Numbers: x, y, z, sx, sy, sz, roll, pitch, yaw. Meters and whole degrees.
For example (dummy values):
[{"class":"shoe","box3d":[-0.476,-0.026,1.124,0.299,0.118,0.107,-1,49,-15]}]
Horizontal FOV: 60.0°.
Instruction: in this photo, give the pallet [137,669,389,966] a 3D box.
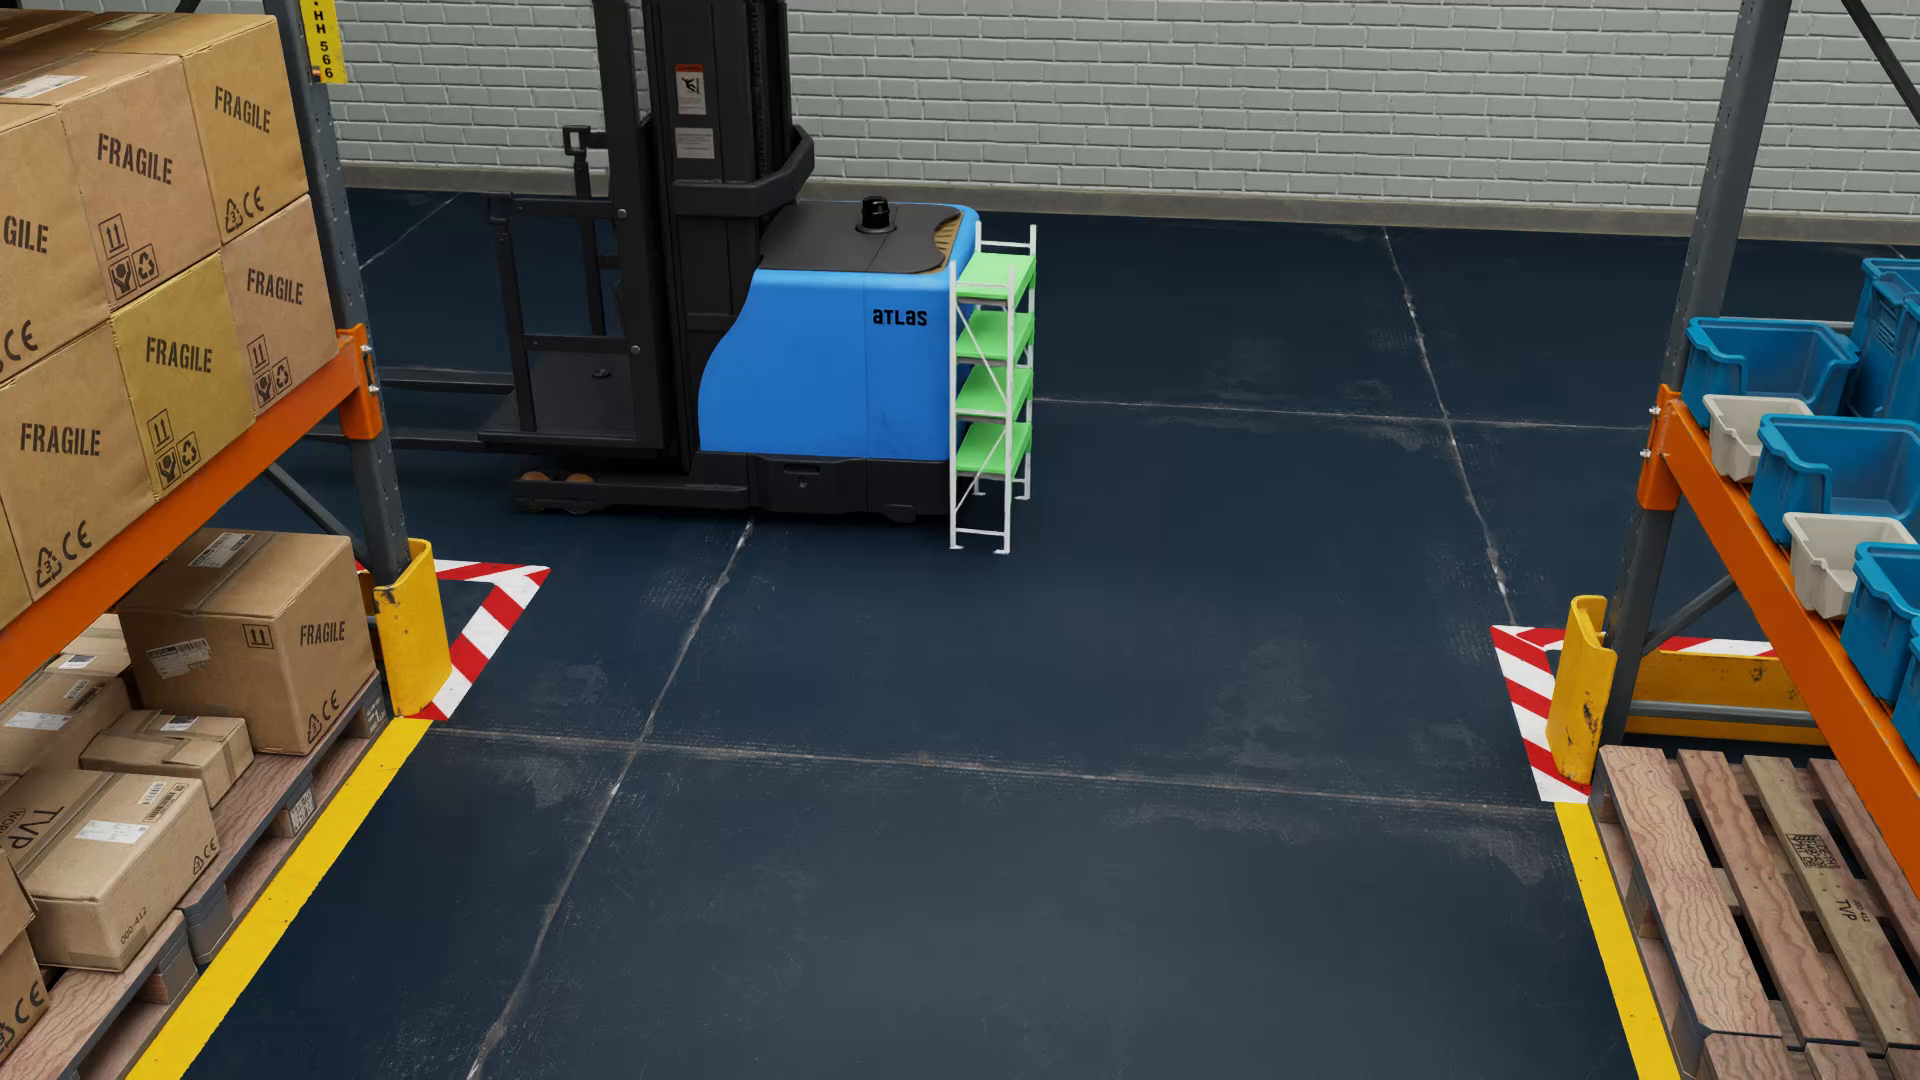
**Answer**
[{"class":"pallet","box3d":[-2.489,0.770,5.099,1.003,0.211,1.213,3,28,6]}]

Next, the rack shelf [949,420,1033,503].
[{"class":"rack shelf","box3d":[0.129,-0.333,6.743,0.258,0.148,0.480,6,29,10]}]

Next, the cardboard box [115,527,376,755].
[{"class":"cardboard box","box3d":[-2.205,0.308,5.187,0.500,0.500,0.500,3,28,6]}]

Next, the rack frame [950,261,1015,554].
[{"class":"rack frame","box3d":[0.081,-0.487,6.388,0.240,1.200,0.015,6,29,10]}]

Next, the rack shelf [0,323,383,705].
[{"class":"rack shelf","box3d":[-2.628,0.389,3.623,1.077,0.370,4.000,3,28,6]}]

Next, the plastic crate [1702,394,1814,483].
[{"class":"plastic crate","box3d":[2.055,-0.246,4.259,0.250,0.136,0.298,3,28,6]}]

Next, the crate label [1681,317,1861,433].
[{"class":"crate label","box3d":[2.176,-0.435,4.508,0.416,0.233,0.303,3,28,6]}]

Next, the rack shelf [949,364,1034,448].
[{"class":"rack shelf","box3d":[0.129,-0.544,6.629,0.258,0.148,0.480,6,29,10]}]

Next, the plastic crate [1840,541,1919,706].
[{"class":"plastic crate","box3d":[2.015,0.185,3.358,0.416,0.233,0.300,3,28,6]}]

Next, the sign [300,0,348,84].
[{"class":"sign","box3d":[-1.834,-1.476,4.773,0.100,0.325,0.005,3,28,6]}]

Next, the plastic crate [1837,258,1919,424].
[{"class":"plastic crate","box3d":[2.677,-0.453,4.327,0.616,0.435,0.499,3,28,6]}]

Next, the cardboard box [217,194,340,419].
[{"class":"cardboard box","box3d":[-2.167,-0.686,4.756,0.500,0.500,0.500,4,29,8]}]

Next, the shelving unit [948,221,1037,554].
[{"class":"shelving unit","box3d":[0.130,-0.600,6.598,0.258,1.200,0.503,6,29,10]}]

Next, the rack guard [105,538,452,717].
[{"class":"rack guard","box3d":[-2.392,0.267,5.727,1.175,0.500,0.348,3,28,6]}]

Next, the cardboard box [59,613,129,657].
[{"class":"cardboard box","box3d":[-2.775,0.370,5.443,0.380,0.149,0.250,3,28,6]}]

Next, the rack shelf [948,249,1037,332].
[{"class":"rack shelf","box3d":[0.130,-0.966,6.401,0.258,0.148,0.480,6,29,10]}]

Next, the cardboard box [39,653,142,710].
[{"class":"cardboard box","box3d":[-2.806,0.480,5.221,0.380,0.166,0.250,3,28,6]}]

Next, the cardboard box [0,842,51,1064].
[{"class":"cardboard box","box3d":[-2.648,1.035,3.835,0.797,0.503,0.637,3,28,6]}]

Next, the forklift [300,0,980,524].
[{"class":"forklift","box3d":[-1.453,-1.643,6.709,3.031,2.935,1.130,3,28,5]}]

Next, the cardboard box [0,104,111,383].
[{"class":"cardboard box","box3d":[-2.284,-0.645,3.626,0.500,0.500,0.500,4,29,8]}]

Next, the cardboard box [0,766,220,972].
[{"class":"cardboard box","box3d":[-2.351,0.864,4.420,0.500,0.250,0.500,3,28,6]}]

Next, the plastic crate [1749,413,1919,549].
[{"class":"plastic crate","box3d":[2.095,-0.125,3.933,0.416,0.233,0.300,3,28,6]}]

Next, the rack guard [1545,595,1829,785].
[{"class":"rack guard","box3d":[2.523,0.509,5.278,1.175,0.500,0.348,3,28,6]}]

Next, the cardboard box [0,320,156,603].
[{"class":"cardboard box","box3d":[-2.294,-0.207,3.867,0.500,0.500,0.500,4,29,7]}]

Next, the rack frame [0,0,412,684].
[{"class":"rack frame","box3d":[-2.383,-0.869,5.200,1.000,3.000,0.127,3,28,6]}]

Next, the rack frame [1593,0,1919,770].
[{"class":"rack frame","box3d":[2.533,-0.579,4.663,1.000,3.000,0.127,3,28,6]}]

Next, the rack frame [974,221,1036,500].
[{"class":"rack frame","box3d":[0.178,-0.714,6.809,0.240,1.200,0.015,6,29,10]}]

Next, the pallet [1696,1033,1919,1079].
[{"class":"pallet","box3d":[2.241,1.607,3.545,1.003,0.211,1.213,3,28,6]}]

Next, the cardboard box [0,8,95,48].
[{"class":"cardboard box","box3d":[-2.699,-1.160,4.580,0.500,0.500,0.500,4,29,8]}]

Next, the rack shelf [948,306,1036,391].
[{"class":"rack shelf","box3d":[0.130,-0.755,6.515,0.258,0.148,0.480,6,29,10]}]

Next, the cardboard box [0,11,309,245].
[{"class":"cardboard box","box3d":[-2.164,-1.128,4.521,0.500,0.500,0.500,3,28,6]}]

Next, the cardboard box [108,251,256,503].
[{"class":"cardboard box","box3d":[-2.227,-0.442,4.302,0.500,0.500,0.500,4,29,7]}]

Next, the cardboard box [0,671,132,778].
[{"class":"cardboard box","box3d":[-2.792,0.623,4.867,0.500,0.250,0.500,3,28,6]}]

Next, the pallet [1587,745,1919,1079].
[{"class":"pallet","box3d":[2.393,1.034,4.608,1.003,0.211,1.213,3,28,6]}]

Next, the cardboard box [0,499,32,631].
[{"class":"cardboard box","box3d":[-2.356,0.030,3.427,0.500,0.500,0.500,3,28,5]}]

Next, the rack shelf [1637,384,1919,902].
[{"class":"rack shelf","box3d":[2.288,0.679,3.086,1.077,0.370,4.000,3,28,6]}]

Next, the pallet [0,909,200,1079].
[{"class":"pallet","box3d":[-2.641,1.343,4.036,1.003,0.211,1.213,3,28,6]}]

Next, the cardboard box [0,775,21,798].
[{"class":"cardboard box","box3d":[-2.853,0.858,4.430,0.500,0.250,0.500,3,28,6]}]

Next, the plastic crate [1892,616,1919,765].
[{"class":"plastic crate","box3d":[1.978,0.326,3.095,0.416,0.233,0.300,3,28,6]}]

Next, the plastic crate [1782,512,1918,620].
[{"class":"plastic crate","box3d":[1.971,0.073,3.667,0.250,0.136,0.298,3,28,6]}]

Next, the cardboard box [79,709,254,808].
[{"class":"cardboard box","box3d":[-2.344,0.640,4.922,0.380,0.166,0.250,3,28,6]}]

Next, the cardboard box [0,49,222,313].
[{"class":"cardboard box","box3d":[-2.225,-0.890,4.079,0.500,0.500,0.500,4,29,8]}]
